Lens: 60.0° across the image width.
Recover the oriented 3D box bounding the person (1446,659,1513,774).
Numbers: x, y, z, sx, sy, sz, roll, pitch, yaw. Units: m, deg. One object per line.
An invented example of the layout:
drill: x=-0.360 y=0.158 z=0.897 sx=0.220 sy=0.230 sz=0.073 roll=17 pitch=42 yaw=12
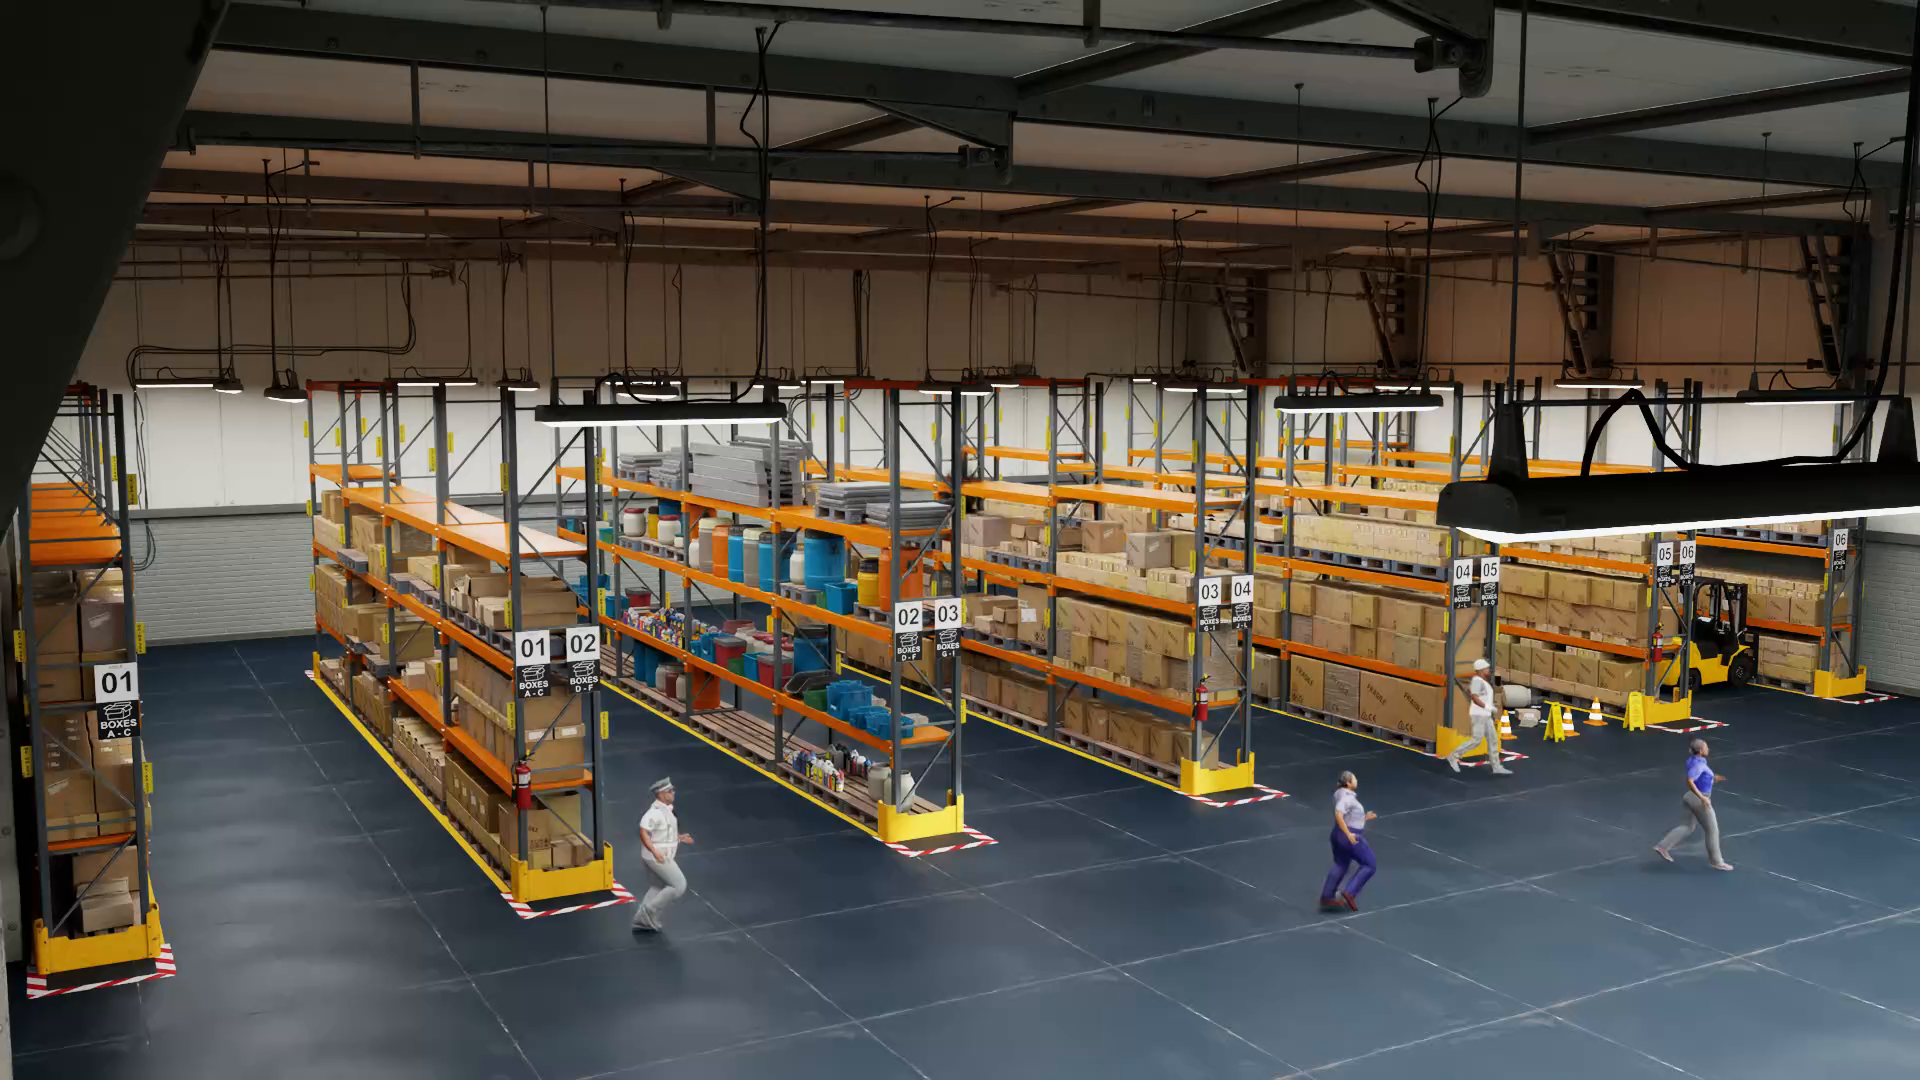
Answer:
person: x=8.040 y=2.712 z=25.697 sx=0.997 sy=1.748 sz=0.756 roll=2 pitch=6 yaw=15

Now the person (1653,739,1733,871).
person: x=9.188 y=3.286 z=20.722 sx=0.921 sy=1.644 sz=0.574 roll=0 pitch=6 yaw=0

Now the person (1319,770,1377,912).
person: x=4.516 y=3.475 z=19.250 sx=0.653 sy=1.641 sz=0.578 roll=-1 pitch=6 yaw=-10

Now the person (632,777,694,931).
person: x=-3.325 y=3.498 z=18.560 sx=0.694 sy=1.722 sz=0.603 roll=0 pitch=6 yaw=-4
